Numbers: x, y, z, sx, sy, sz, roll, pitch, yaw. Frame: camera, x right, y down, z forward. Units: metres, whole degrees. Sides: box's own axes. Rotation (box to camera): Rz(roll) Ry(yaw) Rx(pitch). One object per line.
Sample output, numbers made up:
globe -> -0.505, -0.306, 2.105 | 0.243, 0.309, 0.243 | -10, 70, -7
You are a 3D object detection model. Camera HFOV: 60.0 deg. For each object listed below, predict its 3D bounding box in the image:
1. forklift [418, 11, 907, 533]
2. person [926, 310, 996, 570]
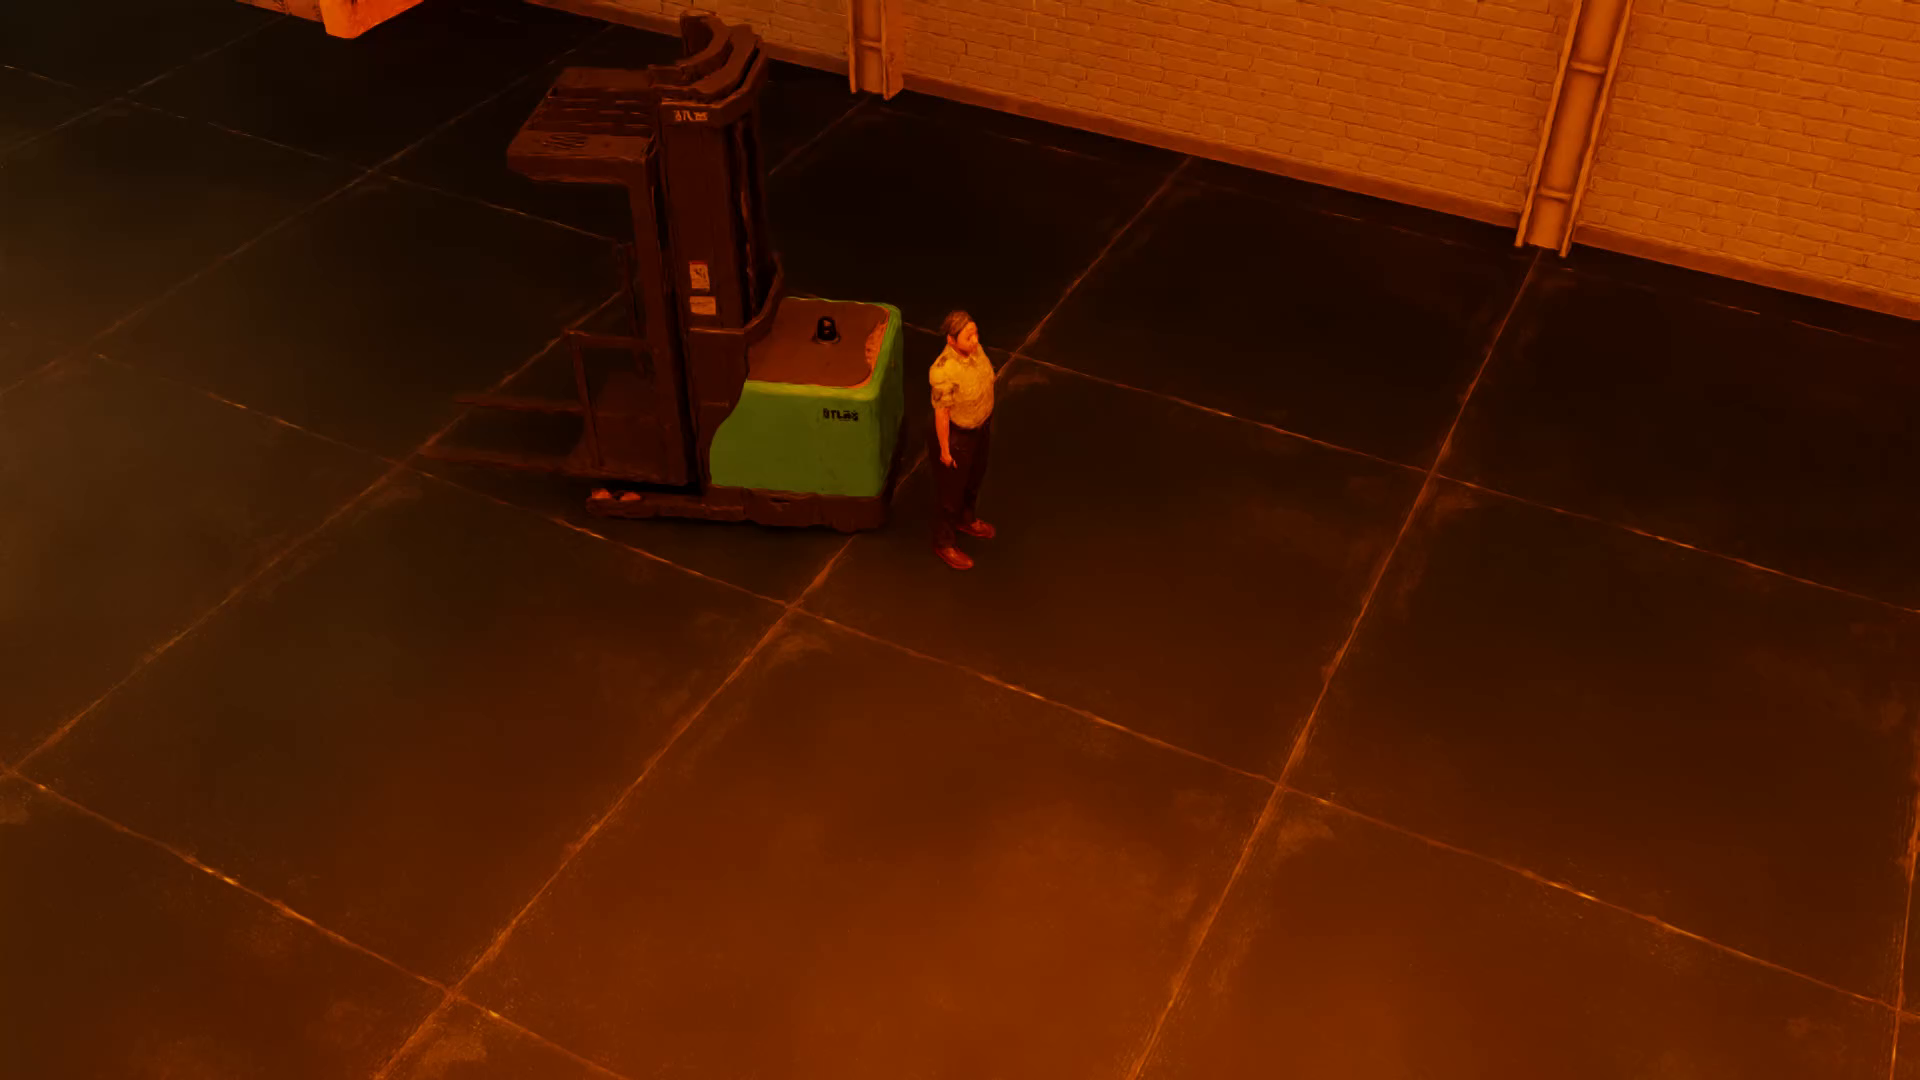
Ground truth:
forklift -> -1.904, -1.585, 9.868 | 3.031, 2.935, 1.130 | 5, 40, 6
person -> 0.010, -0.620, 9.722 | 0.349, 1.653, 0.480 | 18, 43, 21
